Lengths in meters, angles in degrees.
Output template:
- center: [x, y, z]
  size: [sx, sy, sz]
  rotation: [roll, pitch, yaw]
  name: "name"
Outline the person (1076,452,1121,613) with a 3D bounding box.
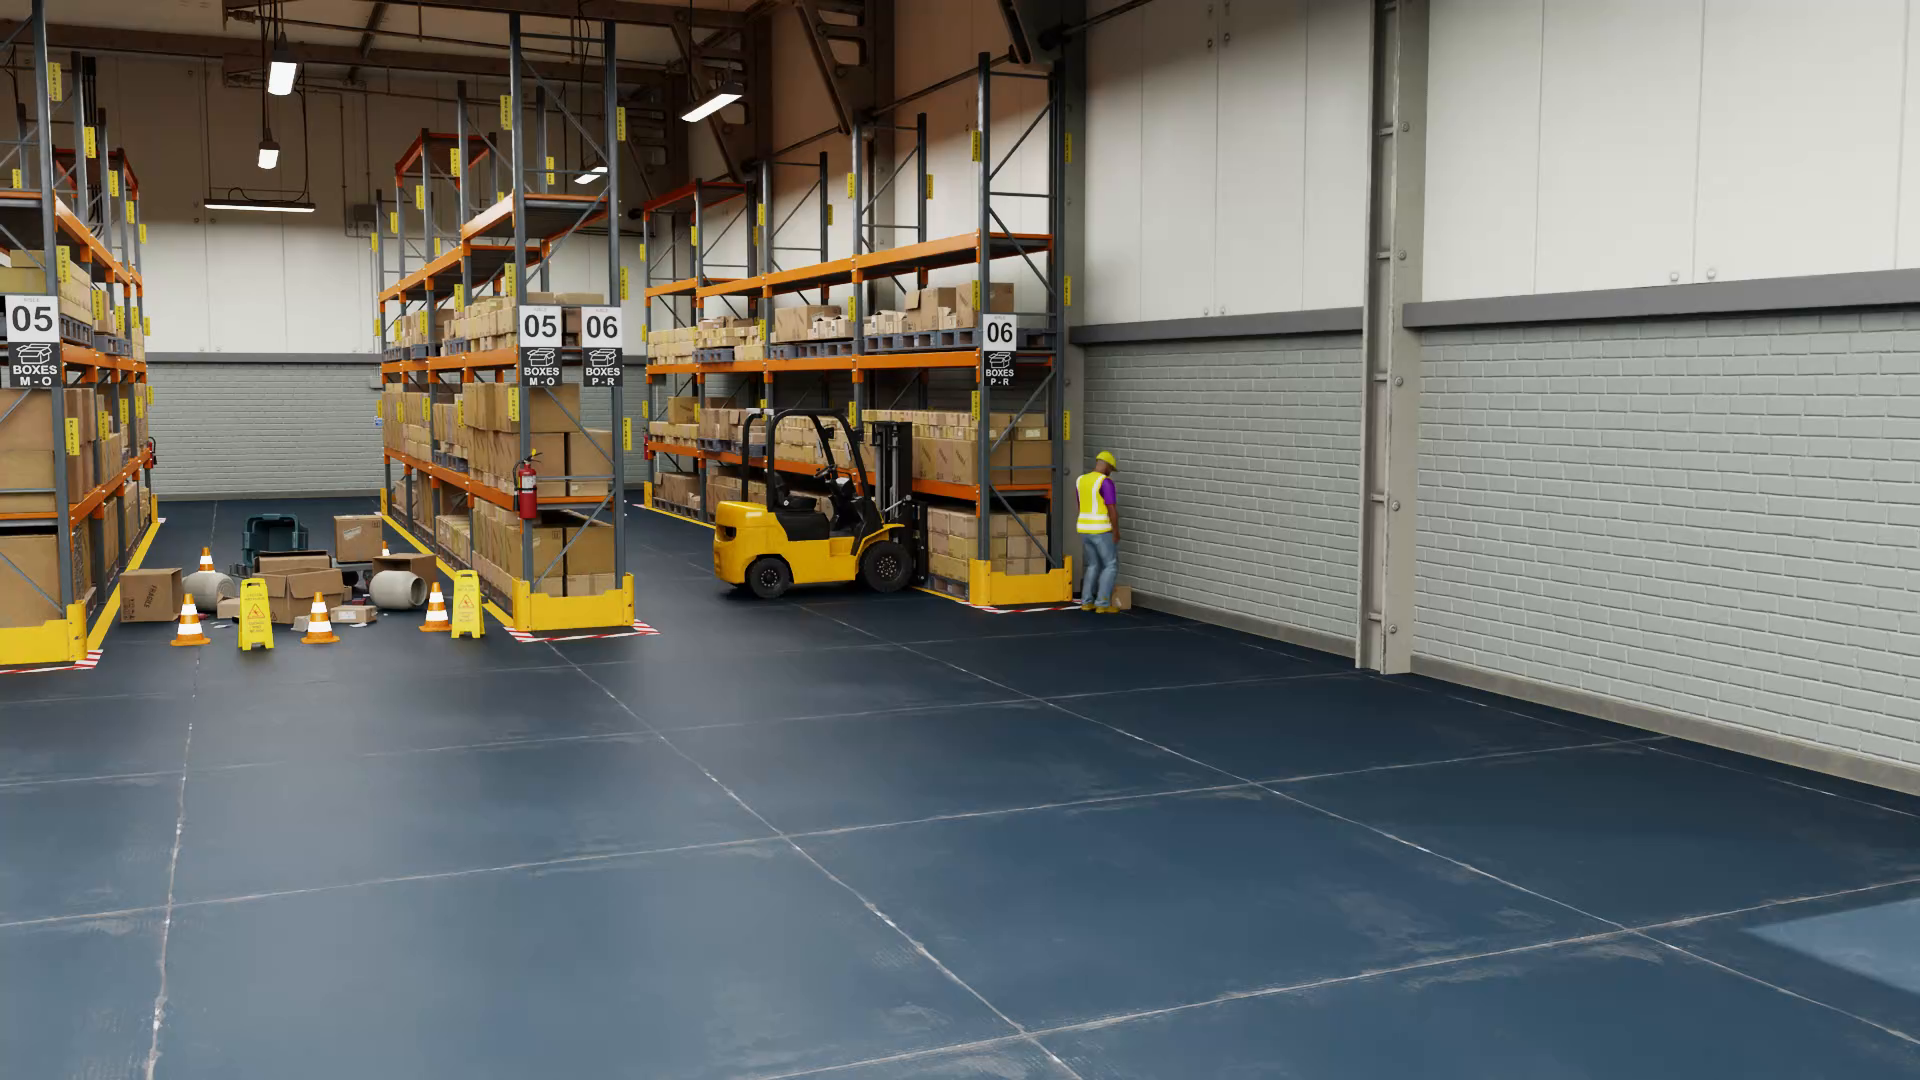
- center: [1.493, -0.090, 17.880]
  size: [0.453, 1.719, 0.591]
  rotation: [-4, 6, -33]
  name: "person"
